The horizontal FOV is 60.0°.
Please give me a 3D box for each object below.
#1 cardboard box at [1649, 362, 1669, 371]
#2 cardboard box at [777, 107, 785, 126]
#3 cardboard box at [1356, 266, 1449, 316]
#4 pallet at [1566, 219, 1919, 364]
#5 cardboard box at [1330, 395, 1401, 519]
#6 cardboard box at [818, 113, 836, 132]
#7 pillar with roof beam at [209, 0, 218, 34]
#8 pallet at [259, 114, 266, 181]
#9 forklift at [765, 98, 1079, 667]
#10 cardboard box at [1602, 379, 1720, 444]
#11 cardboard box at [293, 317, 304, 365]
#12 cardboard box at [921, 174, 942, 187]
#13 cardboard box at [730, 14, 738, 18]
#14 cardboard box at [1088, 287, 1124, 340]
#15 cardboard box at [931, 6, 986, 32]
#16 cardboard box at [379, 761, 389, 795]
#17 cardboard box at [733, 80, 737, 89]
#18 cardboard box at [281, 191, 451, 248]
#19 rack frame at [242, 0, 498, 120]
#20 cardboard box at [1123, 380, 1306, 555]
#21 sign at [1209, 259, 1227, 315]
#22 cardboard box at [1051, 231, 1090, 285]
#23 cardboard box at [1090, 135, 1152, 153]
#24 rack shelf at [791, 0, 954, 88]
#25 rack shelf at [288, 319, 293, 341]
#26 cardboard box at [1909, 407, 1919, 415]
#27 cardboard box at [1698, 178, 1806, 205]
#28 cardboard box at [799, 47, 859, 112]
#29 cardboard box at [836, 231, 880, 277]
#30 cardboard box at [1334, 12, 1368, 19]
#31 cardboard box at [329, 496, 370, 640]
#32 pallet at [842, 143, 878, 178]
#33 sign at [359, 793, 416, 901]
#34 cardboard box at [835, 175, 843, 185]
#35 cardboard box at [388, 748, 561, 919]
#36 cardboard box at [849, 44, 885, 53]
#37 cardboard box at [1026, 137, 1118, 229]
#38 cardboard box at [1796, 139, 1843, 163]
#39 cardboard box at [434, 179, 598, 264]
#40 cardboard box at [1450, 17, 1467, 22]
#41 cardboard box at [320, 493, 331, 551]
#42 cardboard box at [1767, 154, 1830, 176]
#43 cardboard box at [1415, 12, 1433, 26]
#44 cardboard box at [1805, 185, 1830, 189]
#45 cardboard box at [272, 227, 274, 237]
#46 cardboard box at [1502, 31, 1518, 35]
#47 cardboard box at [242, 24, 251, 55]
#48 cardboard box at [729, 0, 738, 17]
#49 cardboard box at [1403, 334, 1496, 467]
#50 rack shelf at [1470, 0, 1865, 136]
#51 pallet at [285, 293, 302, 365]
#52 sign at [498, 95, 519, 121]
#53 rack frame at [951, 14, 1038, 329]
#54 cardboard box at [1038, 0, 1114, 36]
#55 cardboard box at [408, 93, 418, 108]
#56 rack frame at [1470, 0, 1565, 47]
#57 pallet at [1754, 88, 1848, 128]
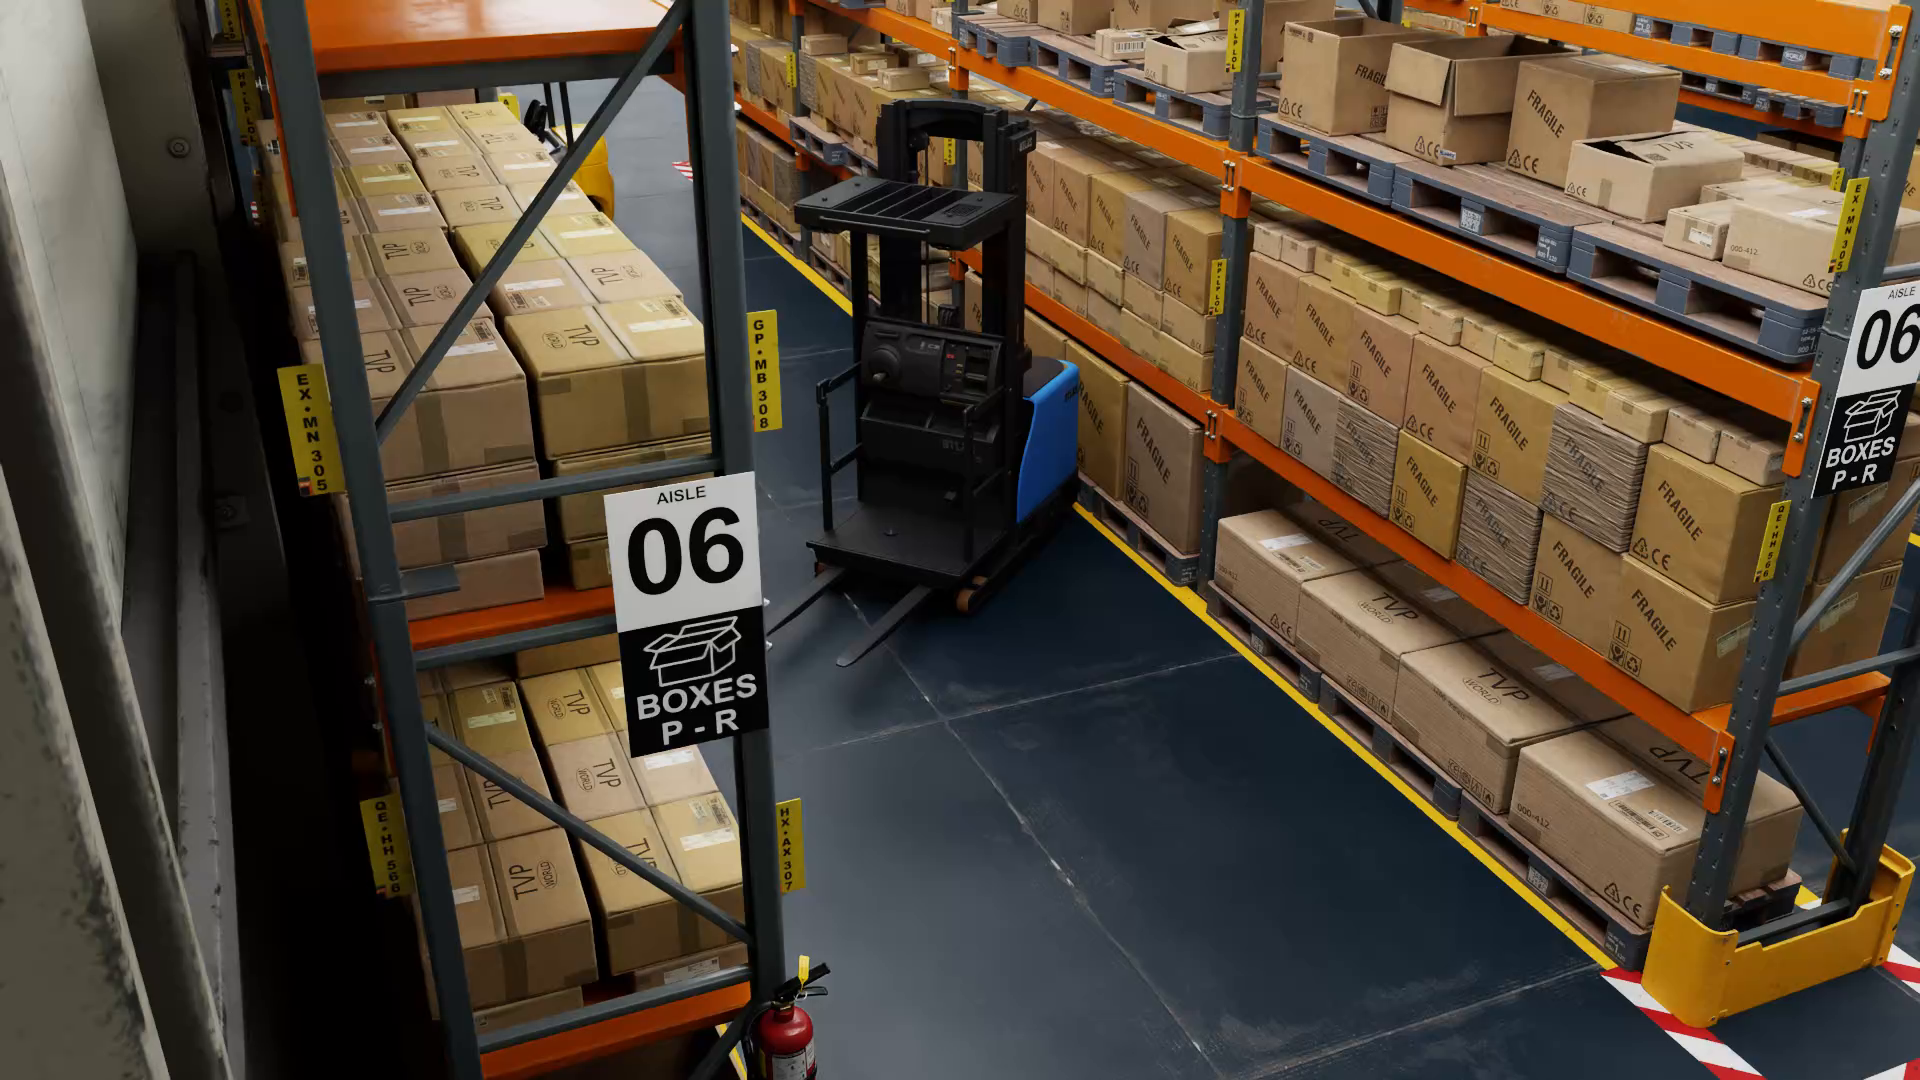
[{"bbox_3d":[3.231,-0.849,7.578,0.380,0.149,0.250,-10,28,-20],"label":"cardboard box"},{"bbox_3d":[-1.659,-4.363,17.053,0.380,0.149,0.250,-10,28,-19],"label":"cardboard box"},{"bbox_3d":[2.241,-1.263,8.425,0.380,0.149,0.250,-11,28,-22],"label":"cardboard box"},{"bbox_3d":[3.250,-1.060,6.685,1.003,0.211,1.213,-11,28,-21],"label":"pallet"},{"bbox_3d":[2.309,-0.474,8.688,0.500,0.500,0.500,-10,28,-20],"label":"cardboard box"},{"bbox_3d":[-1.134,-3.995,15.821,0.380,0.149,0.250,-10,28,-20],"label":"cardboard box"},{"bbox_3d":[-8.576,-12.903,27.421,9.100,9.000,0.400,-11,28,-21],"label":"pillar with roof beam"},{"bbox_3d":[-3.182,-2.172,9.075,1.213,0.211,1.003,-11,28,-21],"label":"pallet"},{"bbox_3d":[-0.277,-1.069,10.099,1.130,2.935,3.031,12,29,23],"label":"forklift"},{"bbox_3d":[2.926,-0.539,6.942,0.380,0.149,0.250,-11,28,-21],"label":"cardboard box"},{"bbox_3d":[-2.049,-0.763,5.806,0.500,0.250,0.500,-10,28,-19],"label":"cardboard box"},{"bbox_3d":[-0.099,-2.948,13.676,0.380,0.149,0.250,-10,28,-20],"label":"cardboard box"},{"bbox_3d":[-2.785,-5.853,19.367,0.500,0.500,0.500,-11,28,-21],"label":"cardboard box"},{"bbox_3d":[1.198,-1.552,11.182,0.500,0.250,0.500,-11,28,-22],"label":"cardboard box"},{"bbox_3d":[-0.004,-4.109,13.115,0.380,0.149,0.250,-11,28,-21],"label":"cardboard box"},{"bbox_3d":[-1.963,0.916,6.242,0.380,0.149,0.250,-10,28,-20],"label":"cardboard box"},{"bbox_3d":[-2.442,-5.199,18.765,0.380,0.149,0.250,-10,28,-19],"label":"cardboard box"},{"bbox_3d":[-2.032,-0.993,5.709,0.500,0.250,0.500,-11,28,-21],"label":"cardboard box"},{"bbox_3d":[-2.582,-2.911,6.955,1.000,3.000,0.127,-11,28,-21],"label":"rack frame"},{"bbox_3d":[1.667,-0.540,10.880,0.875,0.875,0.875,-10,28,-19],"label":"cardboard box"},{"bbox_3d":[1.488,-1.457,9.585,0.100,0.325,0.005,-11,28,-21],"label":"sign"},{"bbox_3d":[0.960,-1.975,11.478,0.500,0.250,0.500,-10,28,-20],"label":"cardboard box"},{"bbox_3d":[1.257,-2.607,11.917,0.500,0.500,0.500,-11,28,-21],"label":"cardboard box"},{"bbox_3d":[-0.366,-4.516,14.482,1.077,0.370,4.000,-11,28,-21],"label":"rack shelf"},{"bbox_3d":[-4.932,-2.314,13.390,1.077,0.370,4.000,-11,28,-21],"label":"rack shelf"},{"bbox_3d":[6.497,-0.839,11.643,0.380,0.149,0.250,-9,27,-18],"label":"cardboard box"},{"bbox_3d":[3.336,-1.402,6.977,0.380,0.149,0.250,-10,28,-19],"label":"cardboard box"},{"bbox_3d":[-1.229,-4.428,15.968,0.500,0.500,0.500,-10,28,-19],"label":"cardboard box"},{"bbox_3d":[-0.657,-2.806,16.094,0.950,0.372,0.625,-9,27,-17],"label":"cardboard box"},{"bbox_3d":[3.967,-5.074,16.969,0.700,0.500,0.500,-10,28,-20],"label":"cardboard box"},{"bbox_3d":[-2.243,0.029,6.749,0.500,0.500,0.500,-11,28,-22],"label":"cardboard box"},{"bbox_3d":[-0.395,-3.390,14.993,1.003,0.211,1.213,-11,28,-21],"label":"pallet"},{"bbox_3d":[-1.534,0.825,4.462,0.100,0.325,0.005,-11,28,-21],"label":"sign"},{"bbox_3d":[-1.132,-3.873,17.565,0.500,0.500,0.500,-9,27,-18],"label":"cardboard box"},{"bbox_3d":[-1.641,0.985,5.645,0.500,0.250,0.500,-10,28,-20],"label":"cardboard box"},{"bbox_3d":[-0.757,-4.519,16.155,0.500,0.500,0.500,-11,28,-22],"label":"cardboard box"},{"bbox_3d":[0.777,-2.527,11.753,0.500,0.500,0.500,-10,28,-19],"label":"cardboard box"},{"bbox_3d":[9.246,-4.063,17.647,0.500,0.250,0.500,-9,28,-19],"label":"cardboard box"},{"bbox_3d":[-1.558,-1.074,5.875,0.500,0.250,0.500,-10,28,-19],"label":"cardboard box"},{"bbox_3d":[7.055,-7.178,22.079,0.875,0.500,0.500,-11,28,-21],"label":"cardboard box"},{"bbox_3d":[-3.646,-0.056,10.316,0.500,0.500,0.500,-12,28,-23],"label":"cardboard box"},{"bbox_3d":[6.460,-2.858,12.815,0.380,0.149,0.250,-11,28,-21],"label":"cardboard box"},{"bbox_3d":[6.460,-7.140,22.741,0.380,0.149,0.250,-11,28,-21],"label":"cardboard box"},{"bbox_3d":[6.162,-2.432,11.942,0.380,0.149,0.250,-9,28,-18],"label":"cardboard box"},{"bbox_3d":[-4.782,-2.327,12.198,0.500,0.250,0.500,-10,28,-20],"label":"cardboard box"},{"bbox_3d":[7.171,-6.438,21.304,0.380,0.149,0.250,-11,28,-21],"label":"cardboard box"},{"bbox_3d":[-4.088,-3.020,9.976,0.380,0.149,0.250,-11,28,-21],"label":"cardboard box"},{"bbox_3d":[-2.315,-6.373,19.291,0.700,0.500,0.500,-11,28,-22],"label":"cardboard box"},{"bbox_3d":[2.525,-0.712,8.036,0.500,0.500,0.500,-11,28,-21],"label":"cardboard box"},{"bbox_3d":[5.716,-3.793,13.000,1.077,0.370,4.000,-11,28,-21],"label":"rack shelf"},{"bbox_3d":[-3.818,-1.482,11.085,1.213,0.211,1.003,-11,28,-21],"label":"pallet"},{"bbox_3d":[-2.086,-1.891,7.697,0.100,0.325,0.005,-11,28,-21],"label":"sign"},{"bbox_3d":[0.417,-2.684,13.328,1.000,3.000,0.127,-11,28,-21],"label":"rack frame"},{"bbox_3d":[0.980,-3.899,11.804,0.700,0.500,0.500,-12,29,-23],"label":"cardboard box"},{"bbox_3d":[-2.465,-2.109,8.086,0.380,0.149,0.250,-10,28,-20],"label":"cardboard box"},{"bbox_3d":[4.933,-3.575,15.154,1.000,3.000,0.127,-11,28,-21],"label":"rack frame"},{"bbox_3d":[9.159,-4.570,17.410,1.213,0.211,1.003,-11,28,-21],"label":"pallet"}]
